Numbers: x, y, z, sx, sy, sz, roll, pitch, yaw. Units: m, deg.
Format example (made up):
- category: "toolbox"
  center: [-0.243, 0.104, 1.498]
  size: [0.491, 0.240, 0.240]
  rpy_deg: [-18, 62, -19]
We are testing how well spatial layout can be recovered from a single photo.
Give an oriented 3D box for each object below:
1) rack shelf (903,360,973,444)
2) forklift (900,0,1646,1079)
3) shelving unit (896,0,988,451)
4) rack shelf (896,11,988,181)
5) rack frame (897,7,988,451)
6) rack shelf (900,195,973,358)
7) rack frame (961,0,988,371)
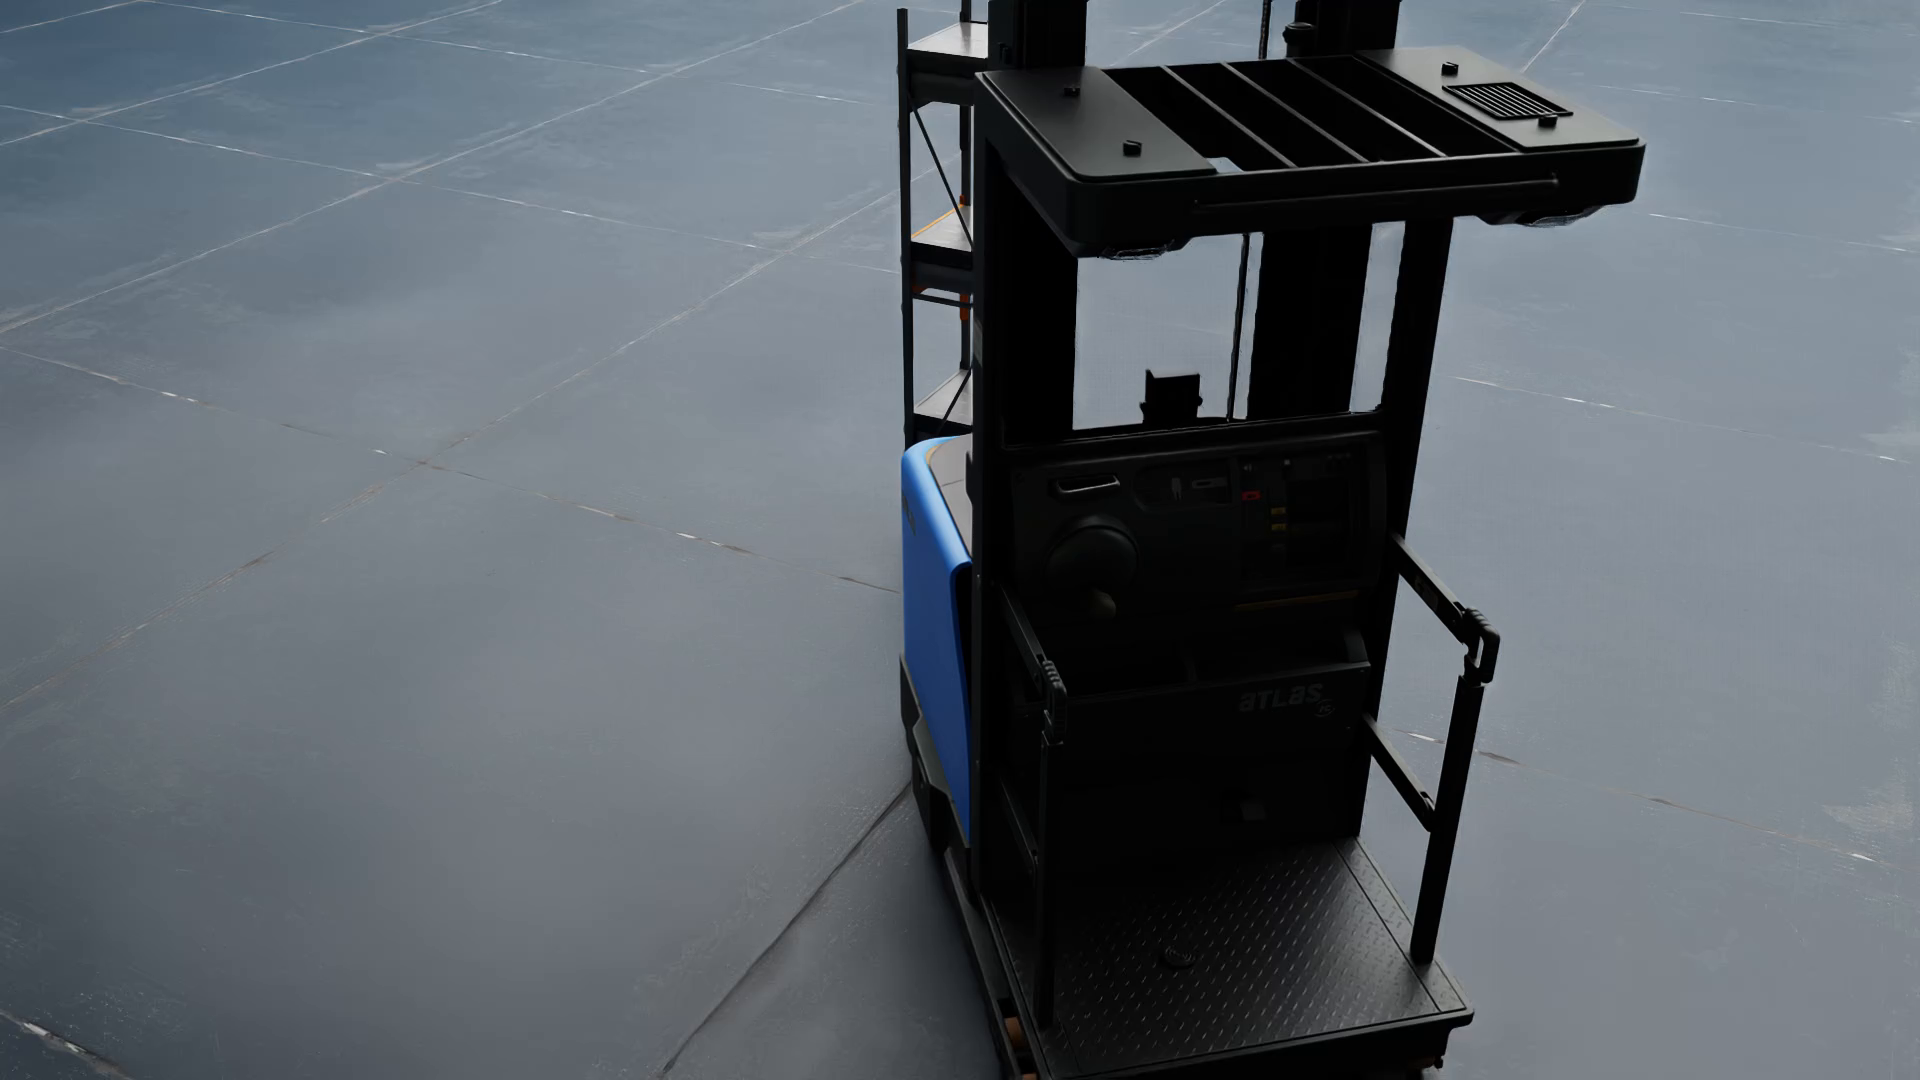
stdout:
- category: "rack shelf"
  center: [0.075, -0.365, 6.710]
  size: [0.431, 0.518, 0.480]
  rpy_deg: [14, 33, 23]
- category: "forklift"
  center: [0.624, 0.014, 3.782]
  size: [1.130, 2.935, 3.031]
  rpy_deg: [-6, 30, -11]
- category: "shelving unit"
  center: [0.075, -0.984, 6.355]
  size: [0.431, 2.100, 0.503]
  rpy_deg: [14, 33, 23]
- category: "rack shelf"
  center: [0.075, -1.579, 6.013]
  size: [0.431, 0.518, 0.480]
  rpy_deg: [14, 33, 23]
- category: "rack frame"
  center: [-0.036, -0.876, 6.167]
  size: [0.400, 2.100, 0.015]
  rpy_deg: [14, 33, 23]
- category: "rack shelf"
  center: [0.075, -0.972, 6.362]
  size: [0.431, 0.518, 0.480]
  rpy_deg: [14, 33, 23]
- category: "rack frame"
  center: [0.187, -1.092, 6.543]
  size: [0.400, 2.100, 0.015]
  rpy_deg: [14, 33, 23]
